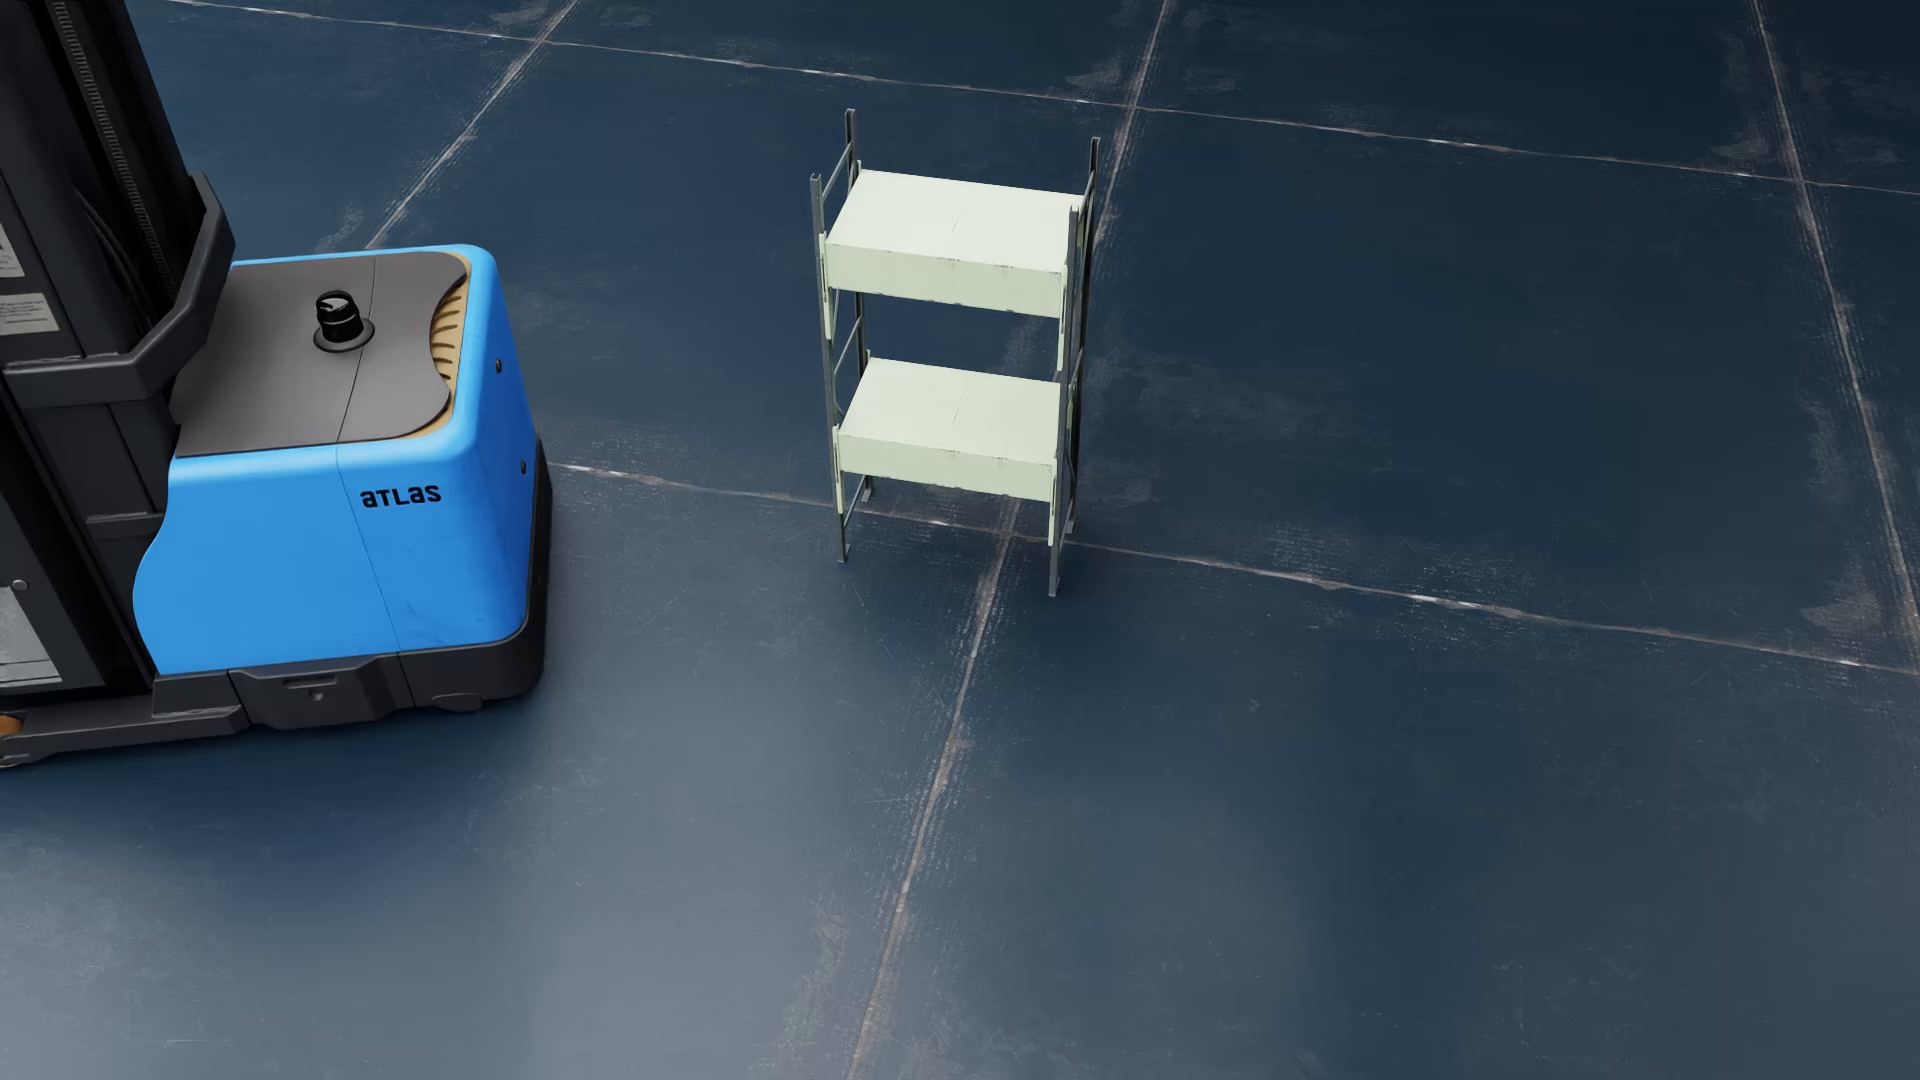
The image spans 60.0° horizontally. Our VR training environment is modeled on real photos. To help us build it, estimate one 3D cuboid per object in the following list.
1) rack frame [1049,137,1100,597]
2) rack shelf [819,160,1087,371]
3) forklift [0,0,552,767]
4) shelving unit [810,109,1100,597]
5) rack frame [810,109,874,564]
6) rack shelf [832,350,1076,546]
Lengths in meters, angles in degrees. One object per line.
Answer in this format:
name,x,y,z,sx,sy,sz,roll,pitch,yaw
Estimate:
rack frame,0.351,-0.486,5.173,0.023,1.500,0.400,9,45,9
rack shelf,-0.007,-0.823,4.960,0.720,0.370,0.431,9,45,9
forklift,-2.870,-0.742,4.407,3.031,2.935,1.130,-6,44,-6
shelving unit,-0.007,-0.541,5.231,0.755,1.500,0.431,9,45,9
rack frame,-0.364,-0.597,5.289,0.023,1.500,0.400,9,45,9
rack shelf,-0.007,-0.306,5.457,0.720,0.370,0.431,9,45,9
